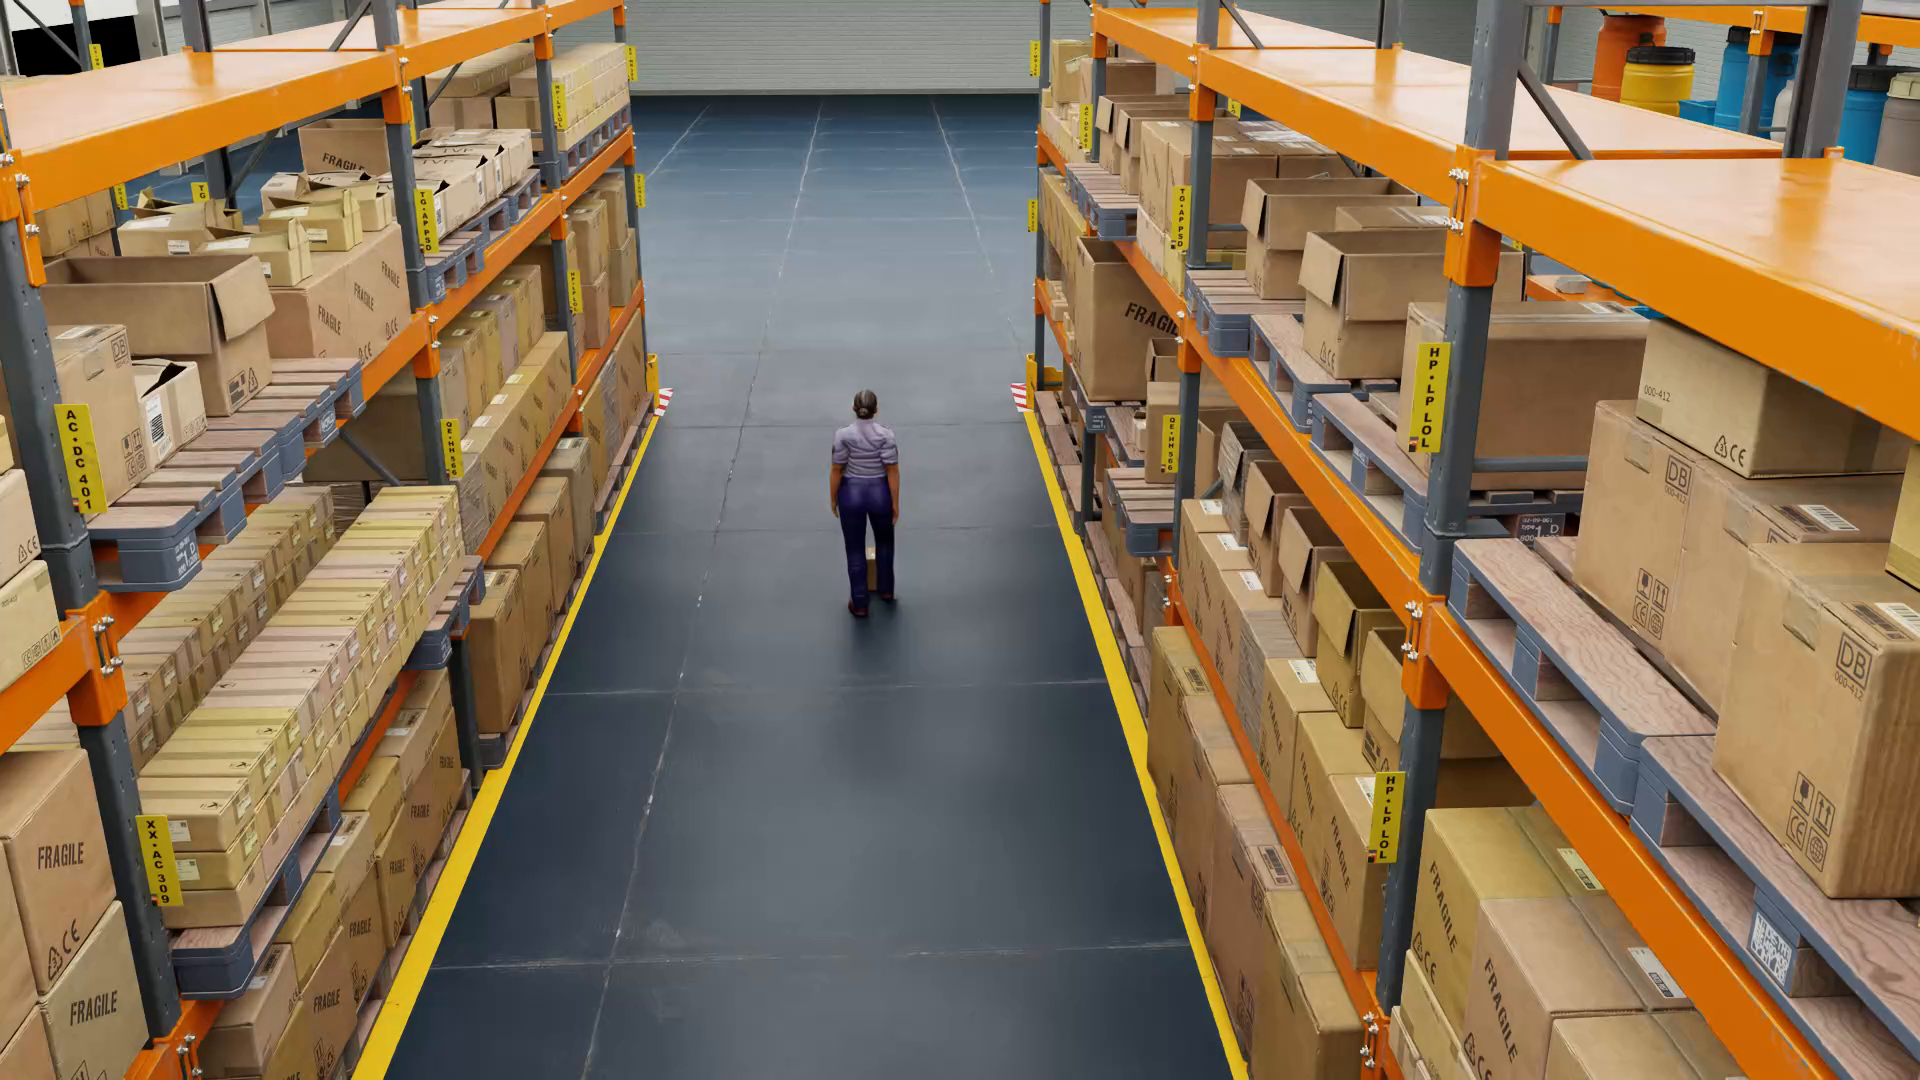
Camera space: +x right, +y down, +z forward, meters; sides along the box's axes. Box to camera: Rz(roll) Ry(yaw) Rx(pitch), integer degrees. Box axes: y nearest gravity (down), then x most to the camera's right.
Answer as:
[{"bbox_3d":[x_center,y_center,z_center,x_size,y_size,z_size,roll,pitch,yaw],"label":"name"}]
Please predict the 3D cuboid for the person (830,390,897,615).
[{"bbox_3d":[-0.684,-0.267,11.824,0.469,1.644,0.342,-1,21,-2],"label":"person"}]
